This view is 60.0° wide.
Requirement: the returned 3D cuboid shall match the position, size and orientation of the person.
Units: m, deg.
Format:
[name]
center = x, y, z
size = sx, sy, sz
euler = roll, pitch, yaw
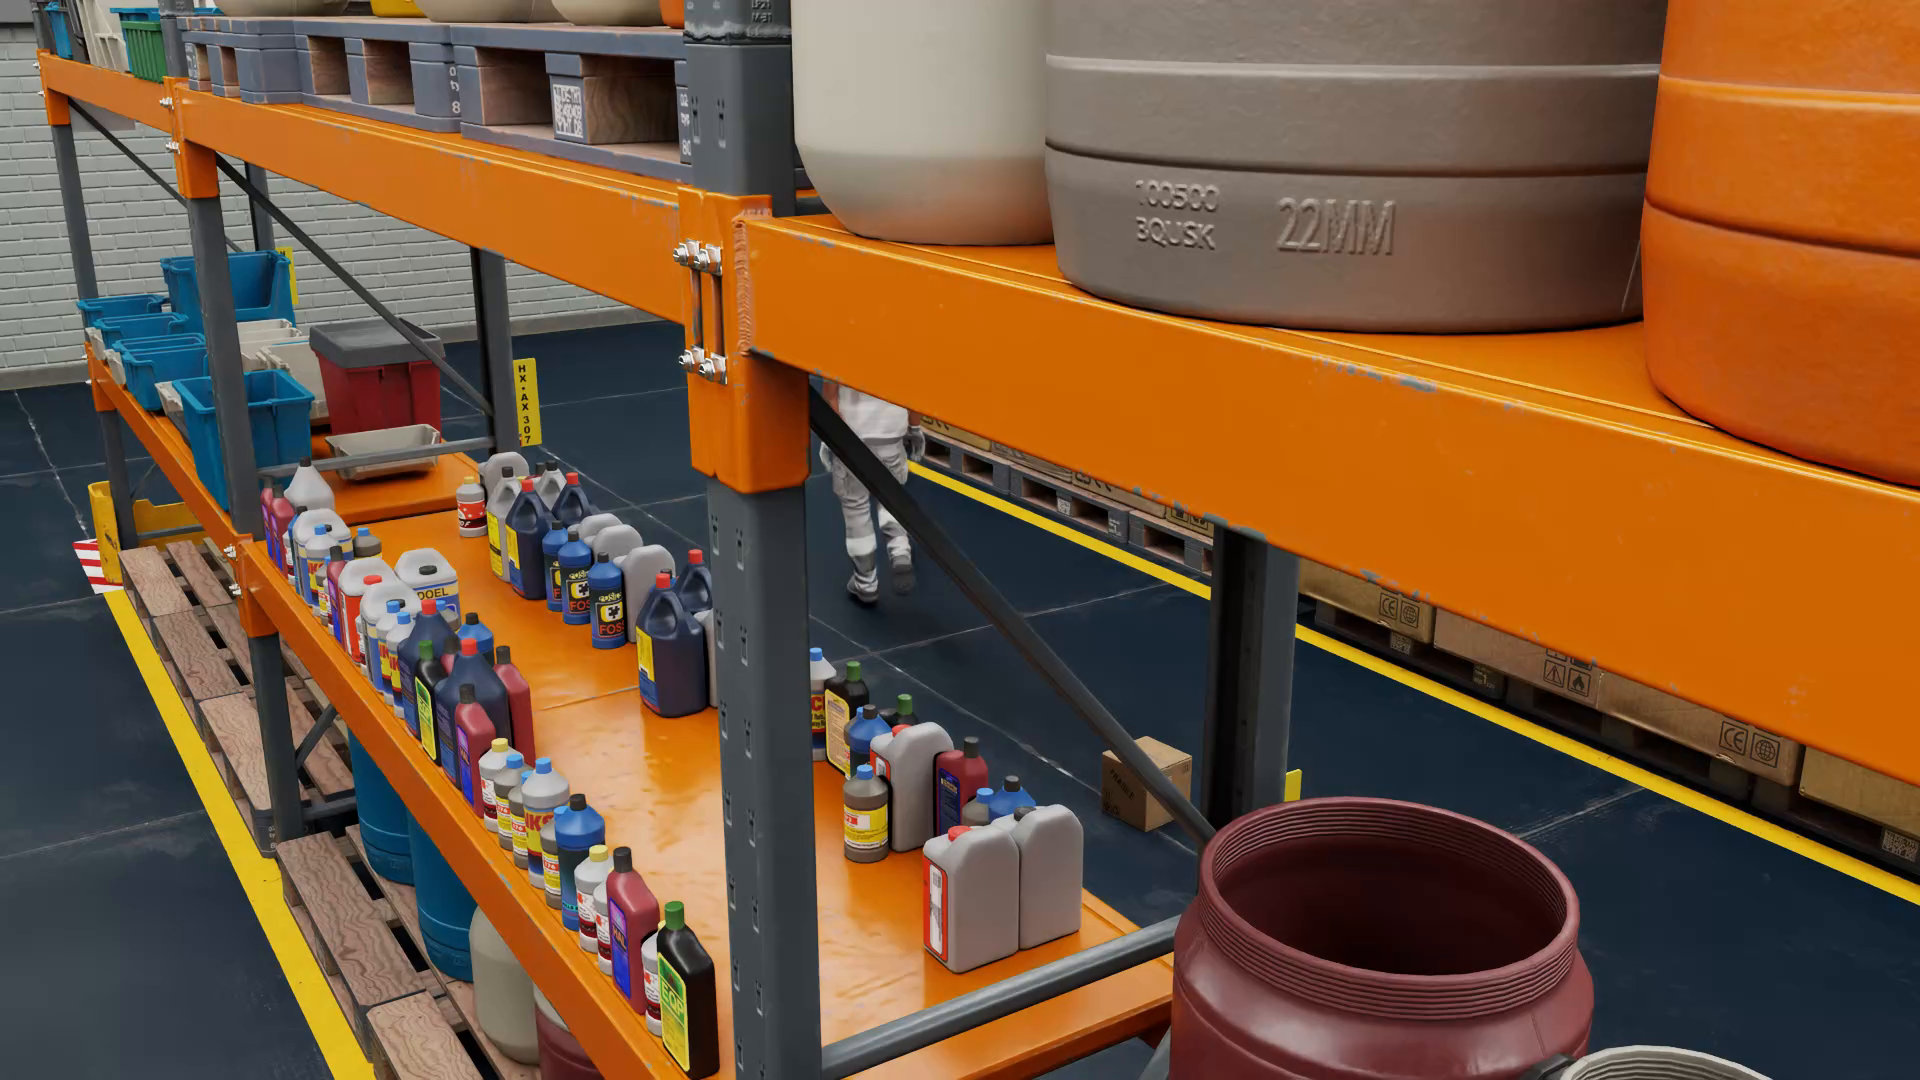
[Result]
[person]
center = -0.448, -0.536, 8.570
size = 0.568, 1.780, 0.505
euler = -7, 19, -20
